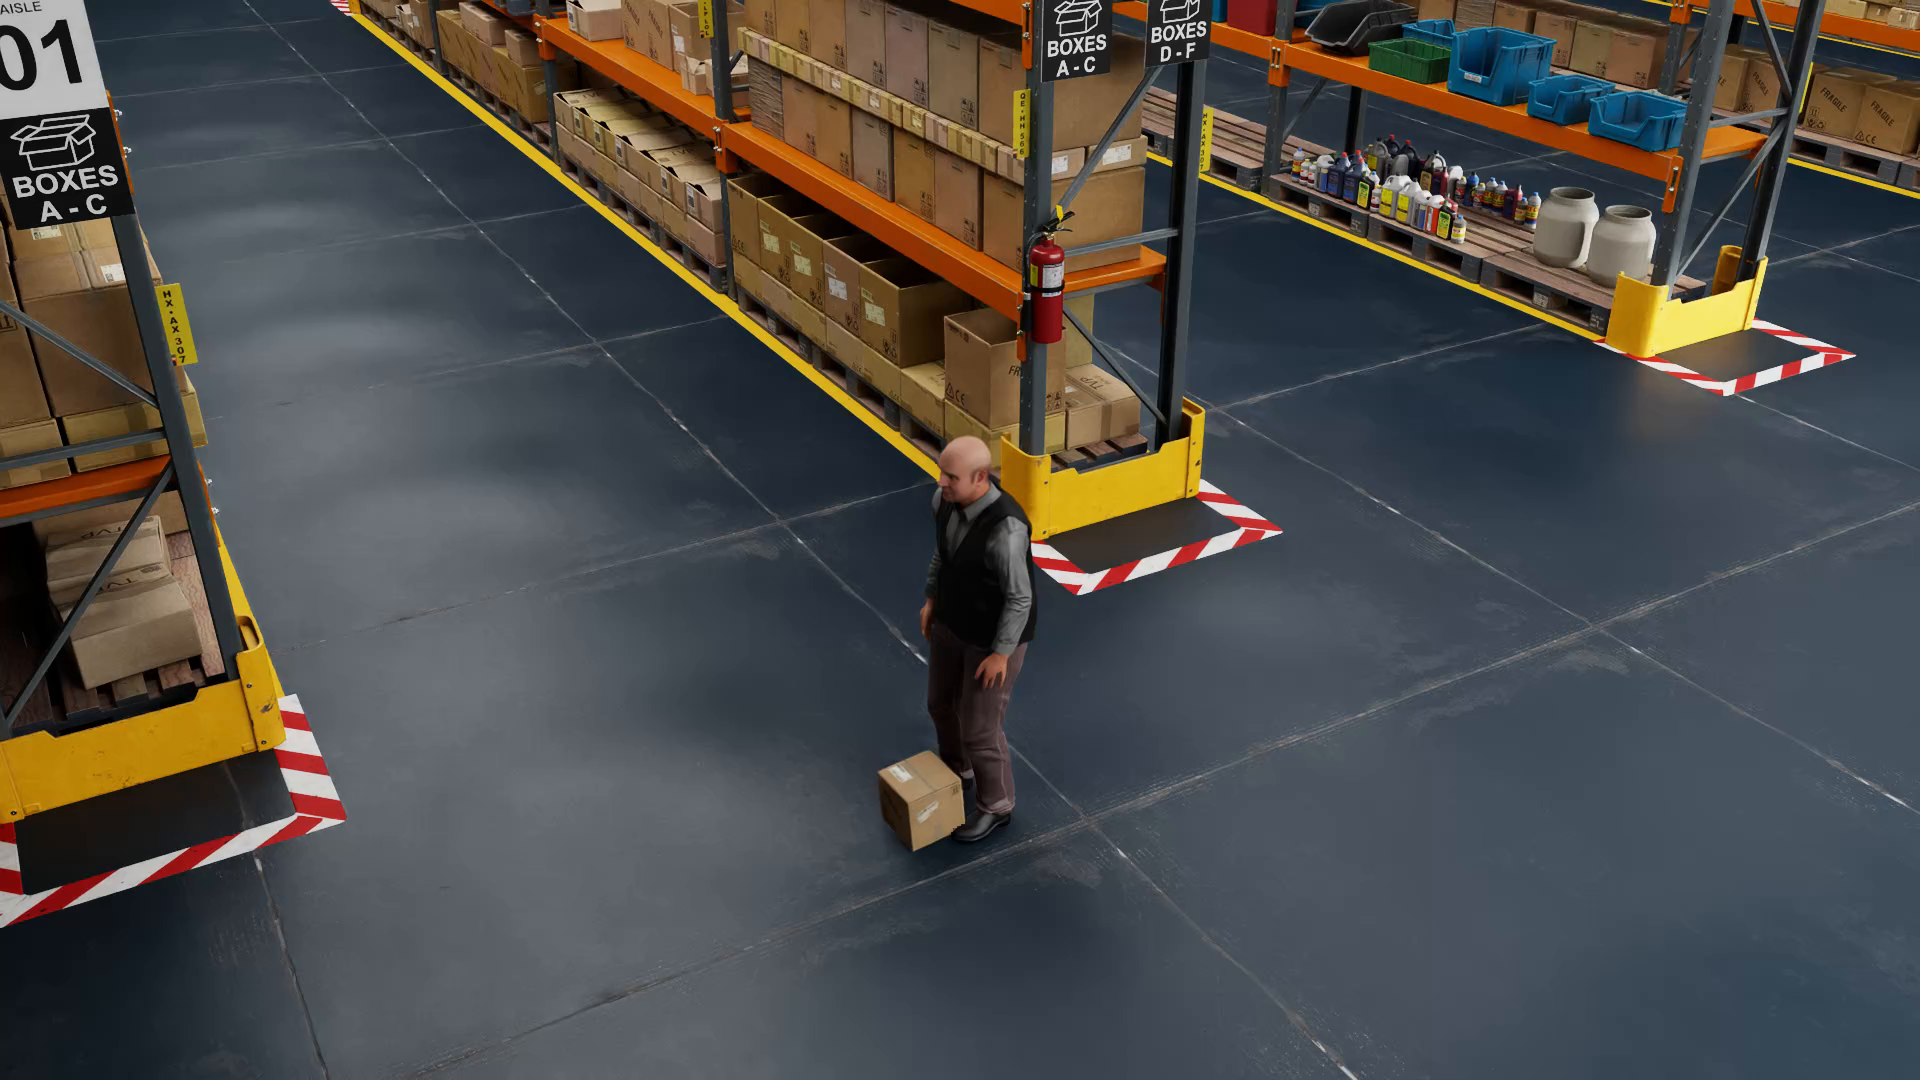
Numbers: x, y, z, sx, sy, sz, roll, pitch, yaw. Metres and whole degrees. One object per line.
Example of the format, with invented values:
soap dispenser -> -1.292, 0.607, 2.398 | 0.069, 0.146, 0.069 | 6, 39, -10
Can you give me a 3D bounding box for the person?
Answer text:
person -> 0.072, 0.360, 6.495 | 0.420, 1.722, 0.569 | -17, 33, -28
